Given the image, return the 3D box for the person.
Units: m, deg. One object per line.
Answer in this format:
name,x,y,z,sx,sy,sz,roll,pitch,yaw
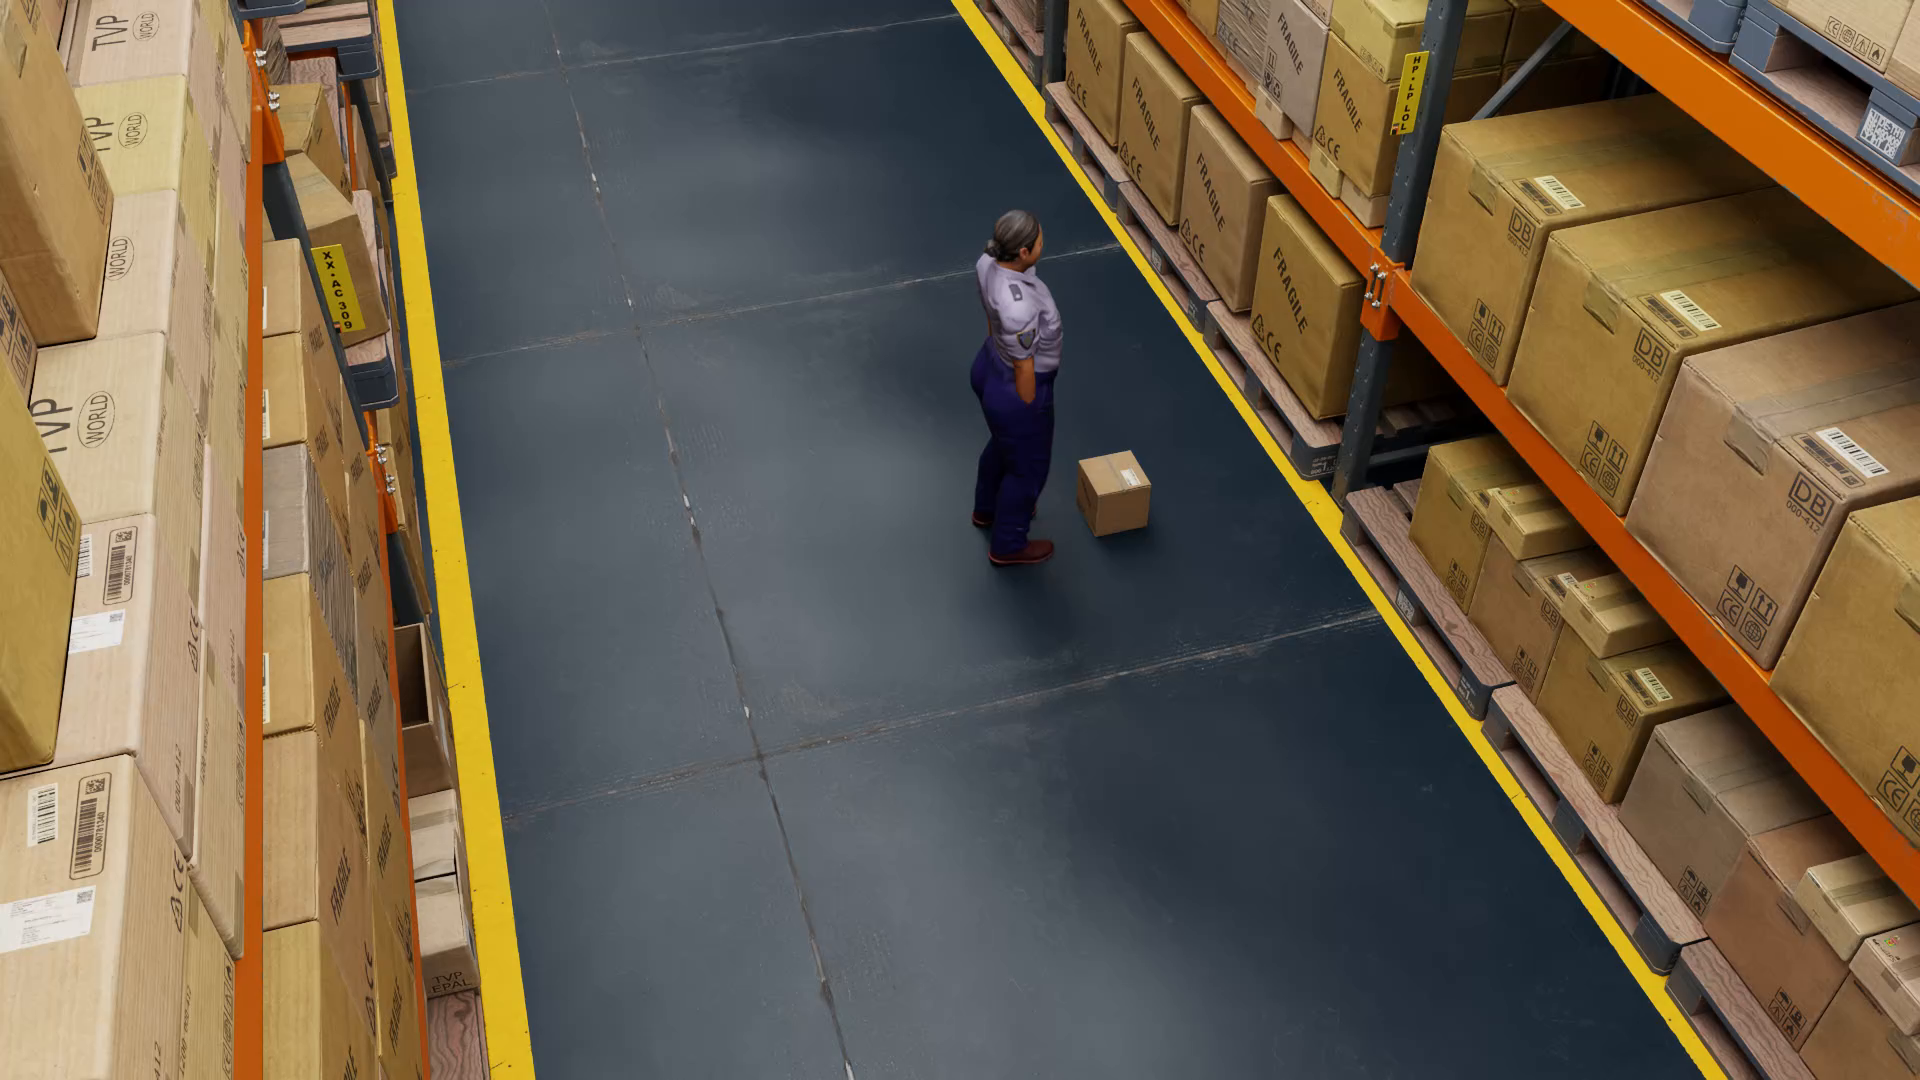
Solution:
person,0.228,-0.633,6.880,0.342,1.633,0.470,-11,44,-12
